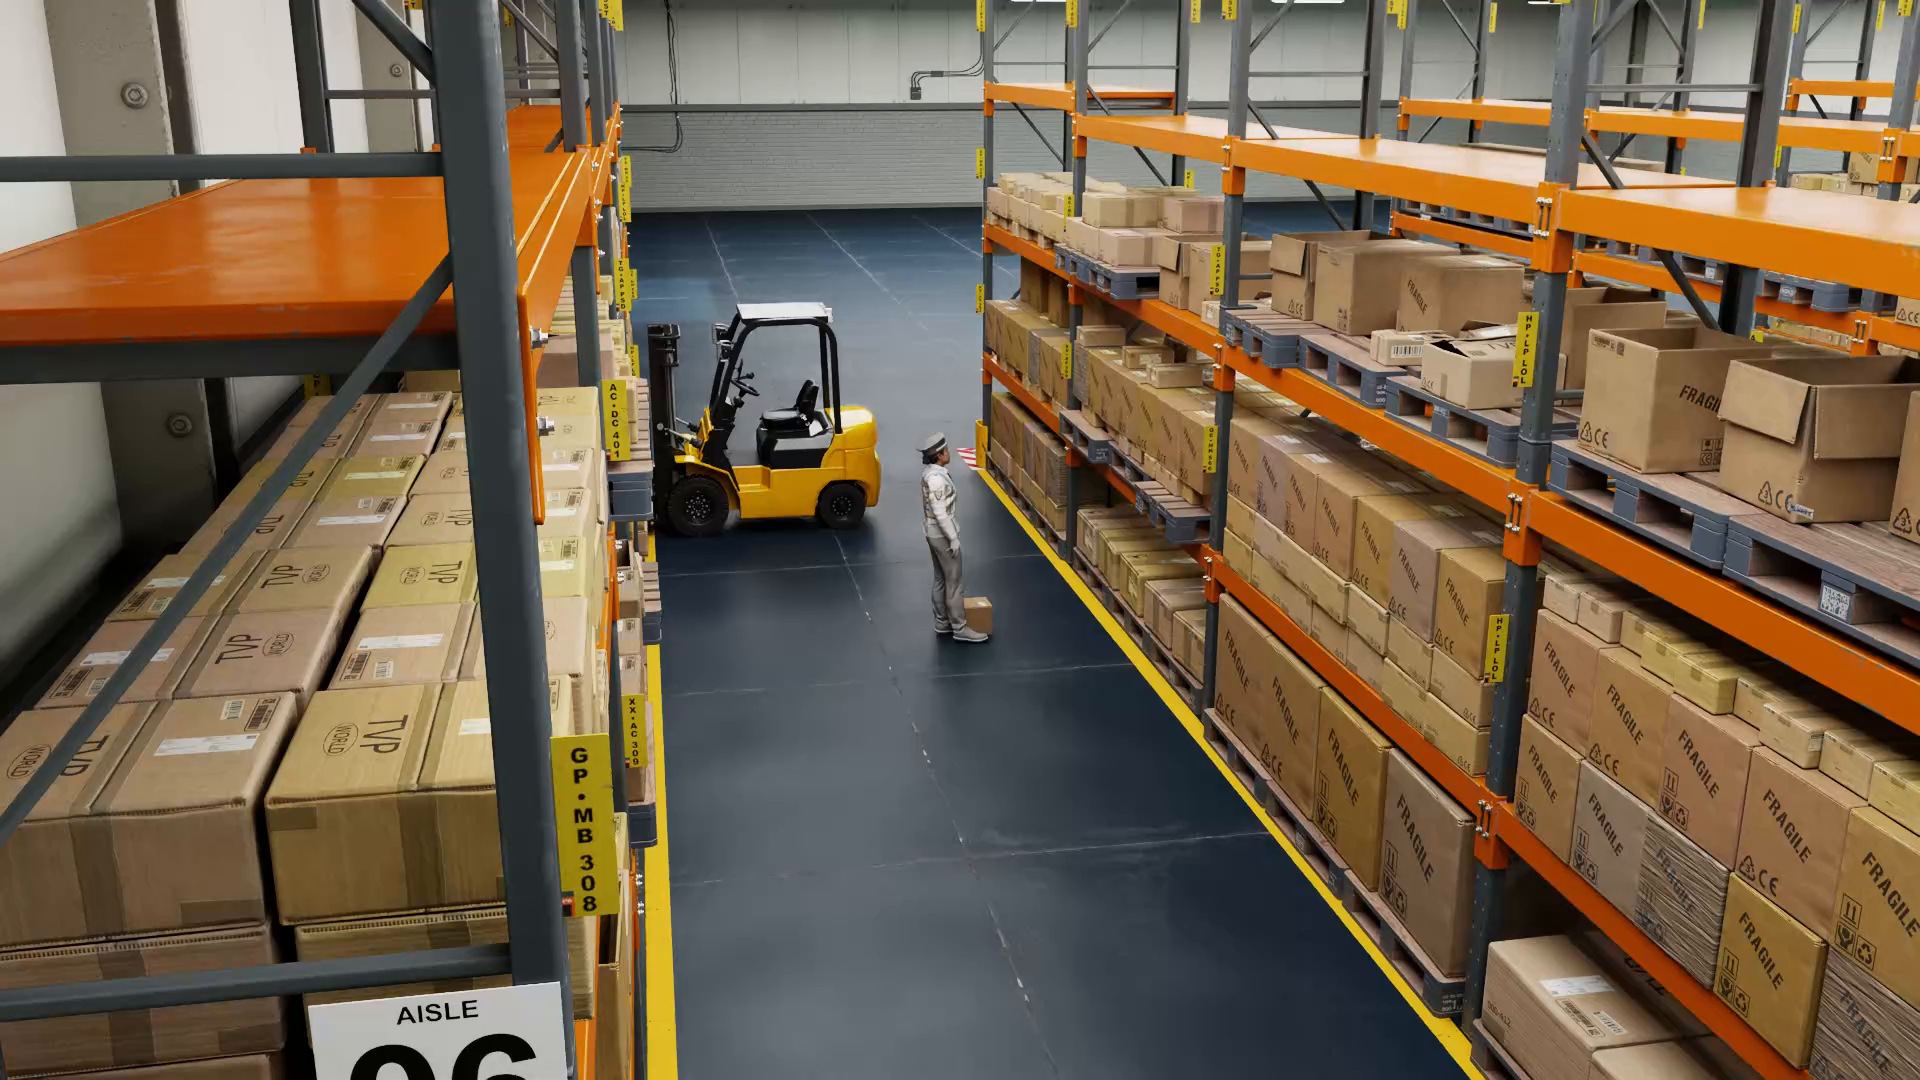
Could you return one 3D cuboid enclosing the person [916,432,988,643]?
[{"bbox_3d":[-0.077,-0.042,13.590,0.533,1.697,0.588,-3,17,-10],"label":"person"}]
